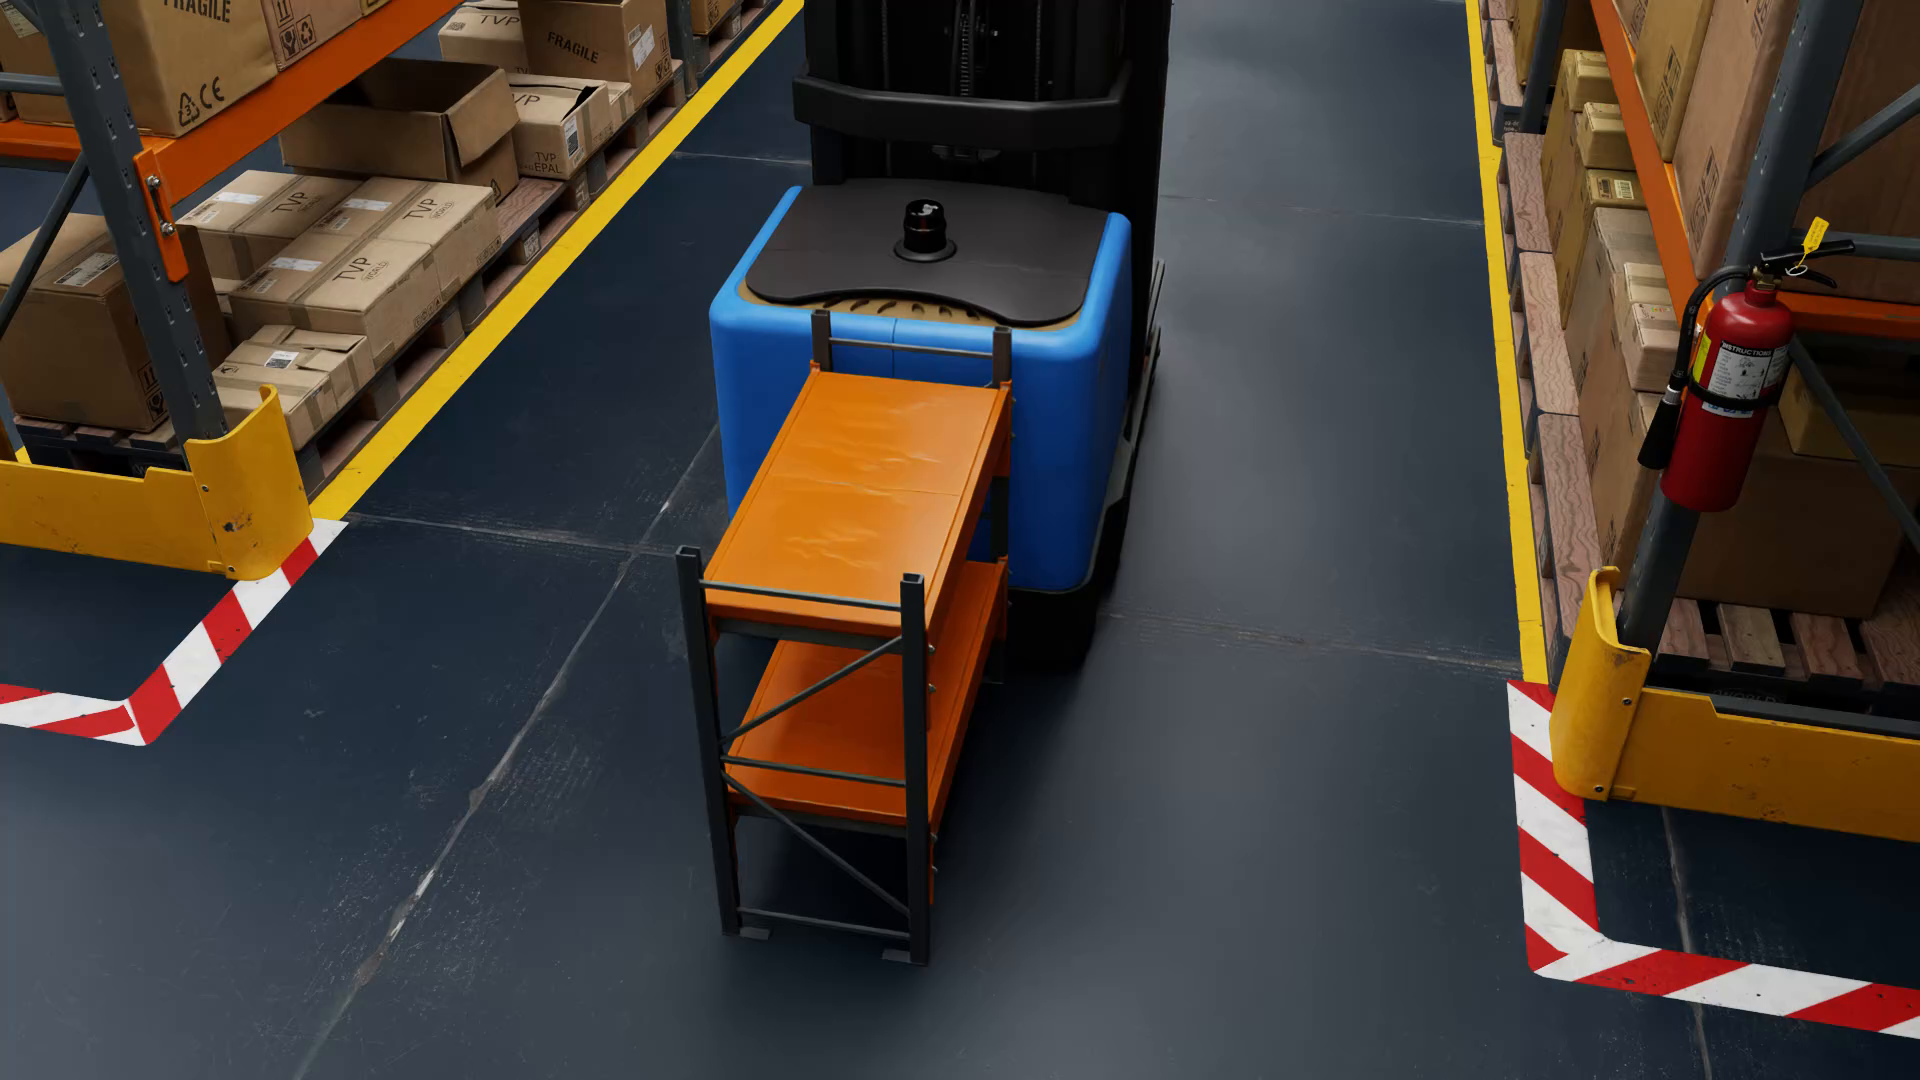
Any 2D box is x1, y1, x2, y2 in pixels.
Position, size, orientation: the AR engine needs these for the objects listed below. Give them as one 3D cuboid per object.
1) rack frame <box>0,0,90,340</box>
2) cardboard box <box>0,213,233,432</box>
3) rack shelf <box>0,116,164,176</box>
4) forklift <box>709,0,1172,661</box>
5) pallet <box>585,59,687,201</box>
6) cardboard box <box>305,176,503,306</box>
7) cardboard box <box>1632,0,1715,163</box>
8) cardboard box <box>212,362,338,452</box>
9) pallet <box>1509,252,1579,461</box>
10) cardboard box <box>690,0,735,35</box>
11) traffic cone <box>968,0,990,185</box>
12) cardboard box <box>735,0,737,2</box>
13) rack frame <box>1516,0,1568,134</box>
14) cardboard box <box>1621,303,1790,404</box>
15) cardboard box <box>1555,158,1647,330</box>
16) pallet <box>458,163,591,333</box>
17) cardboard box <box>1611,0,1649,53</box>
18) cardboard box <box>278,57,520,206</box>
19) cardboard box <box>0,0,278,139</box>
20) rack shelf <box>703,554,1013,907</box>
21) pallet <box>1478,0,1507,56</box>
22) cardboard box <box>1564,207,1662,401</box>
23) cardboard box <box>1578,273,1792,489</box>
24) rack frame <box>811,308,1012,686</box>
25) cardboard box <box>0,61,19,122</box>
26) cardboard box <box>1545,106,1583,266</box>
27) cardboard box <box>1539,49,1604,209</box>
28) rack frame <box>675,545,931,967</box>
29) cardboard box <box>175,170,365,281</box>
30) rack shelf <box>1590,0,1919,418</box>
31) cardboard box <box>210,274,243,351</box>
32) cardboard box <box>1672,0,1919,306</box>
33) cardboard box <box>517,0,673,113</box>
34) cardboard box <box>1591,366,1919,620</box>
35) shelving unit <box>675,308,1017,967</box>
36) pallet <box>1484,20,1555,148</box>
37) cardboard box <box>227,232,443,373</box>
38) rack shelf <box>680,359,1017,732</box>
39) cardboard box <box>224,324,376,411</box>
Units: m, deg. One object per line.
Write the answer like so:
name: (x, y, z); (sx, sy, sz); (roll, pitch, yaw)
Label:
rack frame: (-2.669, -1.209, 4.363); (0.949, 2.616, 0.053); (7, 37, 10)
cardboard box: (-2.796, -0.718, 5.440); (0.500, 0.500, 0.500); (7, 37, 10)
rack shelf: (-2.245, -2.144, 6.099); (0.919, 0.124, 3.809); (7, 37, 10)
forklift: (0.123, -1.710, 5.111); (1.130, 2.935, 3.031); (7, 36, 9)
pallet: (-1.965, -1.980, 7.802); (1.003, 0.211, 1.213); (7, 37, 10)
cardboard box: (-2.065, -1.124, 6.213); (0.500, 0.250, 0.500); (7, 37, 10)
cardboard box: (2.412, -1.425, 4.404); (0.980, 0.700, 0.700); (7, 37, 10)
cardboard box: (-2.247, -0.431, 5.342); (0.380, 0.149, 0.250); (7, 37, 10)
pallet: (2.525, -0.627, 5.936); (1.003, 0.211, 1.213); (7, 37, 10)
cardboard box: (-1.476, -2.916, 8.472); (0.500, 0.500, 0.500); (6, 36, 8)
traffic cone: (0.068, -1.128, 4.961); (0.062, 1.202, 0.307); (7, 37, 10)
cardboard box: (-1.373, -3.223, 8.896); (0.500, 0.500, 0.500); (8, 37, 11)
rack frame: (3.023, -2.884, 6.673); (1.000, 3.000, 0.127); (7, 37, 10)
cardboard box: (2.070, -0.522, 4.633); (0.380, 0.149, 0.250); (7, 37, 9)
cardboard box: (2.540, -1.045, 5.907); (0.700, 0.500, 0.500); (8, 37, 11)
pallet: (-2.224, -1.279, 6.835); (1.003, 0.211, 1.213); (7, 37, 10)
cardboard box: (2.584, -1.861, 5.005); (0.980, 0.700, 0.700); (6, 36, 8)
cardboard box: (-2.214, -1.593, 6.644); (0.797, 0.503, 0.637); (7, 37, 10)
cardboard box: (-2.319, -1.472, 4.639); (0.500, 0.500, 0.500); (8, 37, 11)
rack shelf: (-0.219, 0.408, 4.145); (0.538, 0.278, 1.000); (7, 36, 9)
pallet: (3.372, -2.908, 9.083); (1.003, 0.211, 1.213); (7, 37, 10)
cardboard box: (2.434, -0.738, 5.484); (0.700, 0.500, 0.500); (6, 36, 8)
cardboard box: (2.327, -0.450, 5.086); (0.700, 0.500, 0.500); (7, 37, 10)
rack frame: (-0.121, -0.082, 4.405); (0.500, 1.125, 0.032); (7, 36, 9)
cardboard box: (-2.842, -1.541, 4.735); (0.500, 0.500, 0.500); (8, 37, 11)
cardboard box: (2.652, -1.339, 6.313); (0.700, 0.500, 0.500); (7, 37, 9)
cardboard box: (2.763, -1.626, 6.710); (0.700, 0.500, 0.500); (8, 37, 11)
rack frame: (-0.317, 0.503, 3.597); (0.500, 1.125, 0.032); (7, 36, 9)
cardboard box: (-2.564, -1.158, 6.260); (0.500, 0.250, 0.500); (7, 37, 10)
rack shelf: (2.596, -1.446, 5.303); (1.077, 0.370, 4.000); (7, 37, 10)
cardboard box: (-2.622, -0.804, 5.843); (0.380, 0.166, 0.250); (7, 37, 10)
cardboard box: (2.267, -1.006, 3.826); (0.980, 0.700, 0.700); (9, 37, 12)
cardboard box: (-1.662, -2.307, 7.632); (0.500, 0.500, 0.500); (7, 37, 10)
cardboard box: (2.220, -0.163, 4.691); (0.700, 0.500, 0.500); (7, 37, 10)
shelving unit: (-0.219, 0.210, 4.001); (0.538, 1.125, 1.048); (7, 36, 9)
pallet: (3.114, -2.207, 8.115); (1.003, 0.211, 1.213); (7, 37, 10)
cardboard box: (-2.172, -0.837, 5.817); (0.500, 0.250, 0.500); (7, 37, 10)
rack shelf: (-0.219, -0.027, 3.829); (0.538, 0.278, 1.000); (7, 36, 9)
cardboard box: (-2.193, -0.581, 5.535); (0.380, 0.166, 0.250); (7, 37, 10)
